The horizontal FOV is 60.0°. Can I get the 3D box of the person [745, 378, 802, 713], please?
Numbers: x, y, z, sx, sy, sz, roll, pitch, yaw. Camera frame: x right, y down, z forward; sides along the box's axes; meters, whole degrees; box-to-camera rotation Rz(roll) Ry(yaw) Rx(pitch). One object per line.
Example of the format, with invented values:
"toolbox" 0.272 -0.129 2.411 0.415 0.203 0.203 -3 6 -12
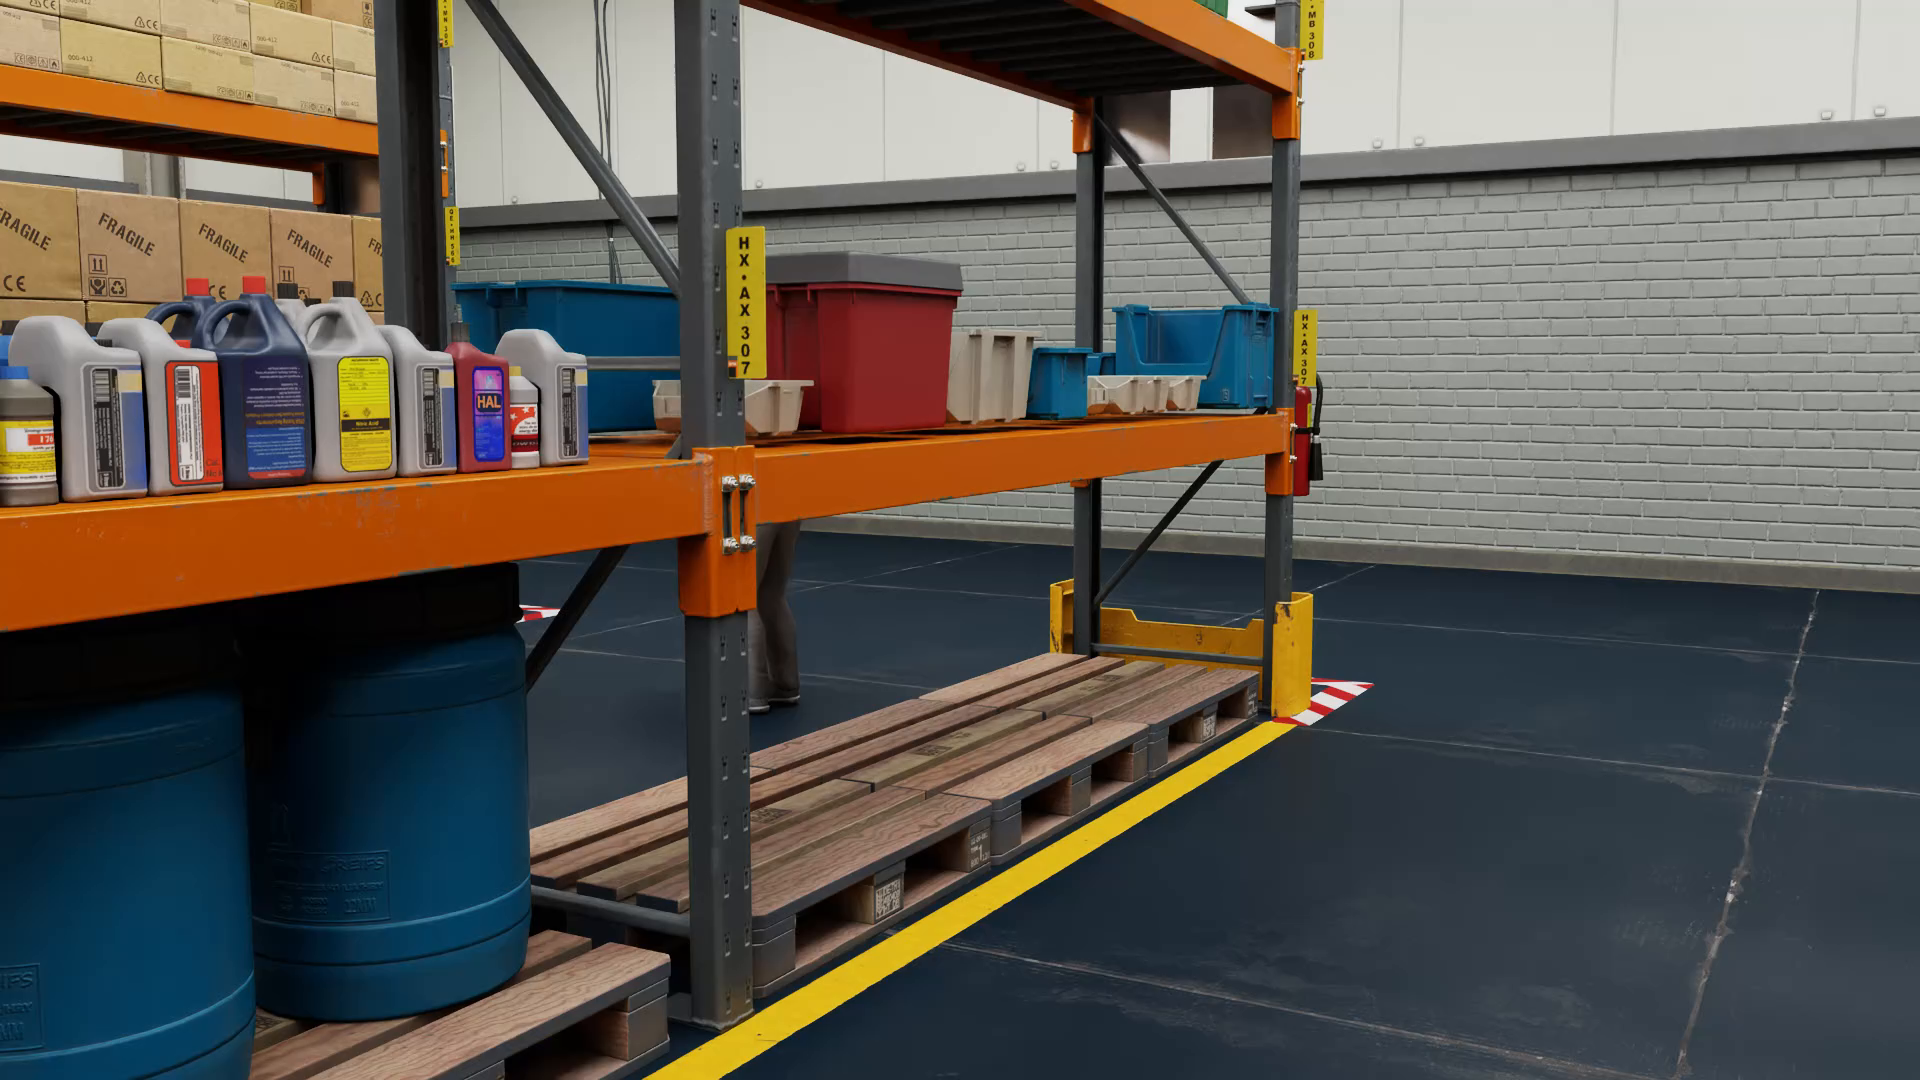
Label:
"person" -0.945 -0.100 7.322 0.540 1.688 0.450 3 7 29
